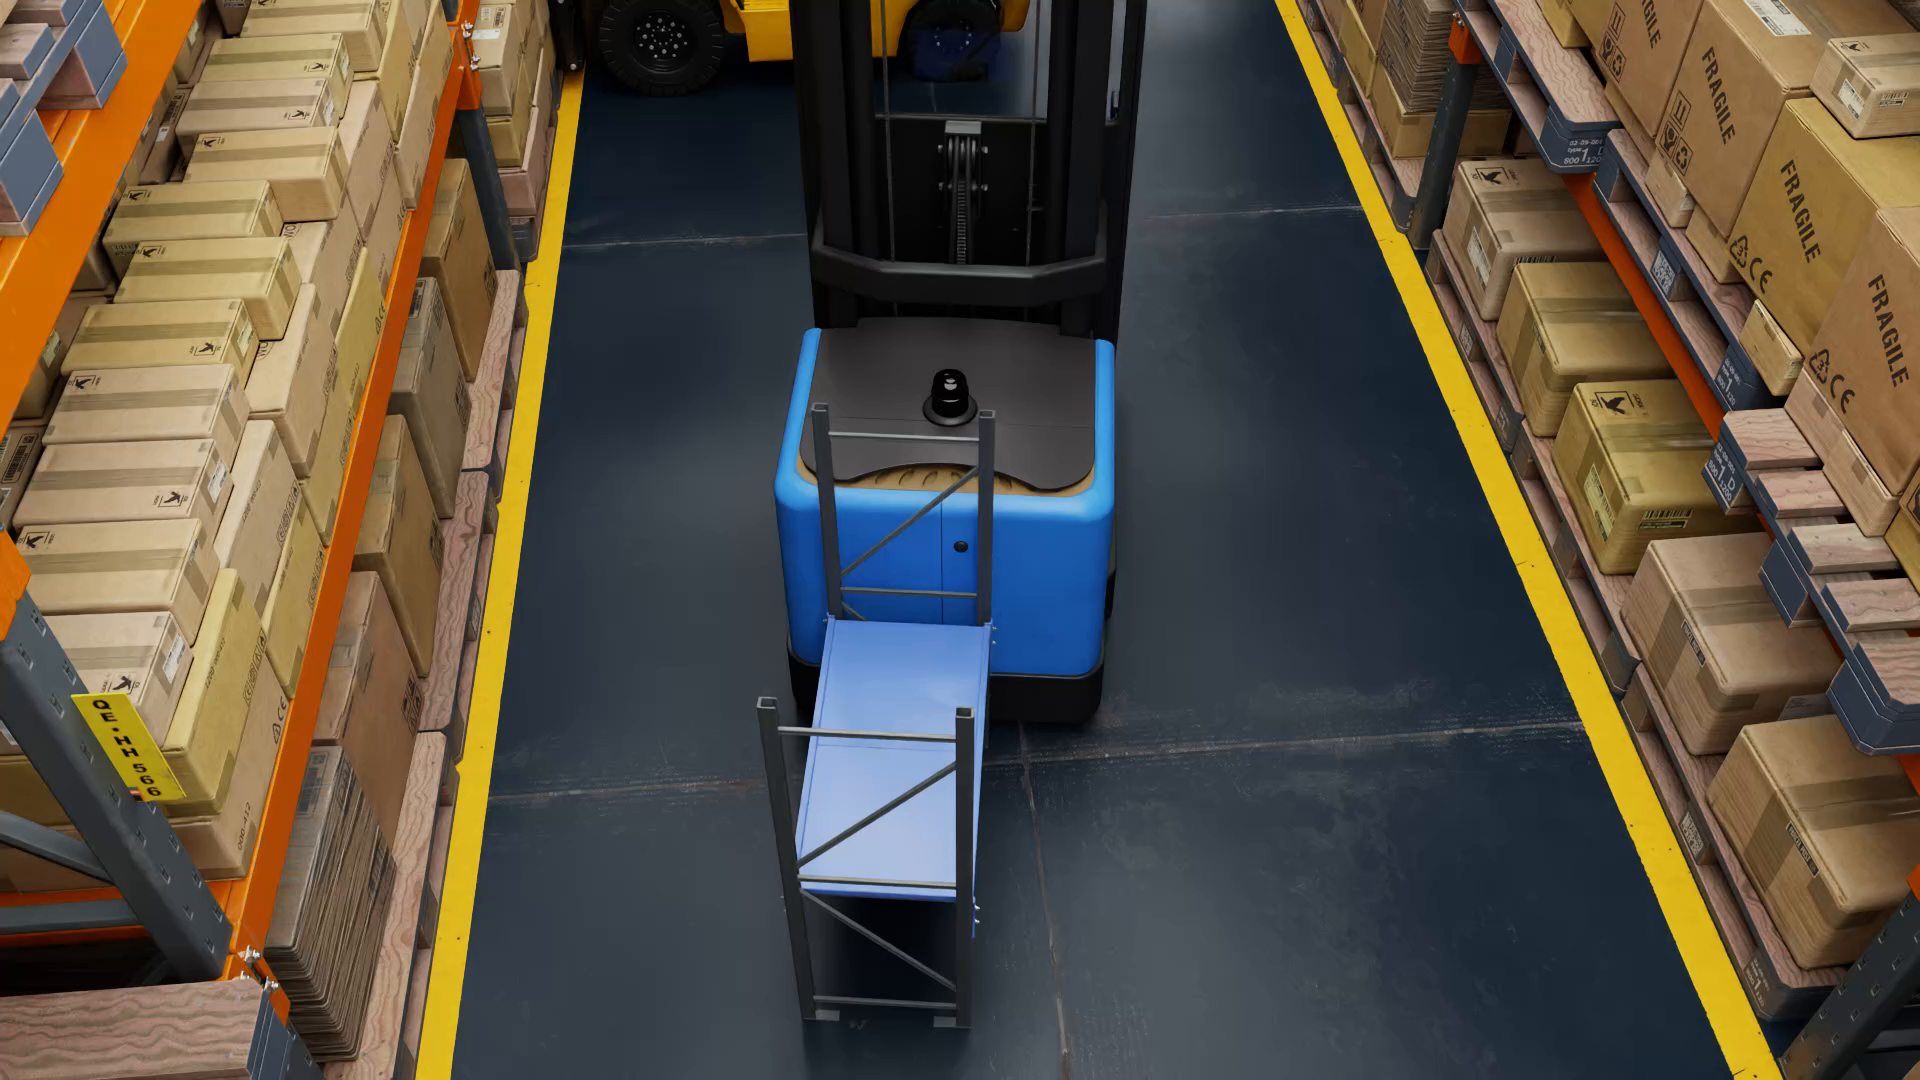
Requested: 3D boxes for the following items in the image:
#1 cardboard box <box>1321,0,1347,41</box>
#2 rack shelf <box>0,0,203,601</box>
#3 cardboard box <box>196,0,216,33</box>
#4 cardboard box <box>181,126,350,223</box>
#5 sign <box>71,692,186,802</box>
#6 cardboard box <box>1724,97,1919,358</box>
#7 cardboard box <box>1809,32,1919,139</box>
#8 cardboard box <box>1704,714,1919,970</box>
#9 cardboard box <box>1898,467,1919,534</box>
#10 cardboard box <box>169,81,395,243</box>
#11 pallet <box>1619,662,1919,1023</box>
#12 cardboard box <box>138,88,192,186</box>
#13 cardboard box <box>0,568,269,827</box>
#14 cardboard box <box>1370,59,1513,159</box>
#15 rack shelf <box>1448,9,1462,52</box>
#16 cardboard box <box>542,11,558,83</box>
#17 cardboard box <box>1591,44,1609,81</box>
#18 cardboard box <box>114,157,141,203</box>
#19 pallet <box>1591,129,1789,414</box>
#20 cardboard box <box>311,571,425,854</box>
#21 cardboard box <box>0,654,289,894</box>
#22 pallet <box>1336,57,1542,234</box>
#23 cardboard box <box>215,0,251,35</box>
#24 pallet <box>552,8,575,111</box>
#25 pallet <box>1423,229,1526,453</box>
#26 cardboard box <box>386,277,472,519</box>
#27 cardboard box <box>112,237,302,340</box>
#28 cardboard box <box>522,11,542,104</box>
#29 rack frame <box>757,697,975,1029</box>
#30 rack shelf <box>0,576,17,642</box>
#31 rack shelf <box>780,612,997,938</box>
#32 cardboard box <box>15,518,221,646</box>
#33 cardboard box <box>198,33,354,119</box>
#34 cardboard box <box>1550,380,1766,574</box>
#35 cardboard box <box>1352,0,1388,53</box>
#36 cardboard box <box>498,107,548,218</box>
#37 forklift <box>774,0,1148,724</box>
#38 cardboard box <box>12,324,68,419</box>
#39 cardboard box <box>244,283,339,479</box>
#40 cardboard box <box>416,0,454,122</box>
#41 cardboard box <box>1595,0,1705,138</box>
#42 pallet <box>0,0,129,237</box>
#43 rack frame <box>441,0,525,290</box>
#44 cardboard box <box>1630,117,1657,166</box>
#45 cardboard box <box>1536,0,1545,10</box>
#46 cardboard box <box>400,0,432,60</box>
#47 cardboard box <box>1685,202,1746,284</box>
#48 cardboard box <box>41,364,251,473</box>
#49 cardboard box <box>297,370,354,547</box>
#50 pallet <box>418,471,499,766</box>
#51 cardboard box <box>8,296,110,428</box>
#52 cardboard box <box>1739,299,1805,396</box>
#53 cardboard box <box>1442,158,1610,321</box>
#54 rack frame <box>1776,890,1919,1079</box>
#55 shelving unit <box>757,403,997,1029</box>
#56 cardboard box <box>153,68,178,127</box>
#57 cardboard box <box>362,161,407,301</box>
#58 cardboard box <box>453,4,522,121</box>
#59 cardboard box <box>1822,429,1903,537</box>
[{"bbox_3d":[2.125,-2.764,8.407,0.500,0.250,0.500,-3,47,-3],"label":"cardboard box"},{"bbox_3d":[-2.244,-1.434,3.972,1.077,0.370,4.000,-3,47,-3],"label":"rack shelf"},{"bbox_3d":[-2.605,-1.709,5.287,0.380,0.149,0.250,-4,47,-3],"label":"cardboard box"},{"bbox_3d":[-1.926,-1.011,4.626,0.380,0.149,0.250,-5,47,-4],"label":"cardboard box"},{"bbox_3d":[-1.536,0.386,3.075,0.100,0.325,0.005,-3,47,-3],"label":"sign"},{"bbox_3d":[2.457,-0.839,4.415,0.500,0.500,0.500,-6,47,-6],"label":"cardboard box"},{"bbox_3d":[2.451,-1.178,4.290,0.380,0.149,0.250,-6,47,-5],"label":"cardboard box"},{"bbox_3d":[2.832,0.843,4.907,0.950,0.372,0.625,-6,47,-6],"label":"cardboard box"},{"bbox_3d":[2.554,-0.100,3.716,0.500,0.500,0.500,-5,47,-4],"label":"cardboard box"},{"bbox_3d":[-2.028,-1.136,5.018,0.500,0.250,0.500,-3,47,-3],"label":"cardboard box"},{"bbox_3d":[2.806,0.886,5.265,1.003,0.211,1.213,-3,47,-3],"label":"pallet"},{"bbox_3d":[-2.561,-1.098,4.983,0.500,0.250,0.500,-5,47,-4],"label":"cardboard box"},{"bbox_3d":[-1.845,0.339,3.622,0.500,0.250,0.500,-4,47,-3],"label":"cardboard box"},{"bbox_3d":[2.217,-2.012,7.694,0.500,0.250,0.500,-2,47,-1],"label":"cardboard box"},{"bbox_3d":[2.367,-3.601,8.090,1.077,0.370,4.000,-3,47,-3],"label":"rack shelf"},{"bbox_3d":[-2.238,-2.403,8.065,0.500,0.250,0.500,-3,47,-3],"label":"cardboard box"},{"bbox_3d":[2.378,-1.659,5.639,0.380,0.149,0.250,-1,47,-1],"label":"cardboard box"},{"bbox_3d":[-2.514,-0.981,4.598,0.380,0.149,0.250,-3,47,-3],"label":"cardboard box"},{"bbox_3d":[2.663,-0.871,5.141,1.003,0.211,1.213,-3,47,-3],"label":"pallet"},{"bbox_3d":[-2.178,0.545,5.014,0.875,0.625,0.625,-2,47,-2],"label":"cardboard box"},{"bbox_3d":[-1.870,0.513,3.802,0.500,0.250,0.500,-3,47,-3],"label":"cardboard box"},{"bbox_3d":[2.443,-1.926,7.929,1.003,0.211,1.213,-3,47,-3],"label":"pallet"},{"bbox_3d":[-2.154,-1.755,5.330,0.380,0.149,0.250,-4,47,-3],"label":"cardboard box"},{"bbox_3d":[-2.541,-2.601,8.568,1.003,0.211,1.213,-3,47,-3],"label":"pallet"},{"bbox_3d":[2.601,-0.879,6.937,1.003,0.211,1.213,-3,47,-3],"label":"pallet"},{"bbox_3d":[-2.299,-0.486,5.991,0.875,0.625,0.625,-4,47,-4],"label":"cardboard box"},{"bbox_3d":[-1.928,-0.642,4.276,0.380,0.149,0.250,-3,47,-2],"label":"cardboard box"},{"bbox_3d":[-2.188,-2.201,7.529,0.500,0.250,0.500,-4,47,-4],"label":"cardboard box"},{"bbox_3d":[-0.217,0.900,4.364,0.500,1.500,0.032,3,47,2],"label":"rack frame"},{"bbox_3d":[-1.909,1.460,1.231,1.077,0.370,4.000,-3,47,-3],"label":"rack shelf"},{"bbox_3d":[-0.186,0.656,4.844,0.538,0.185,1.000,3,47,2],"label":"rack shelf"},{"bbox_3d":[-1.833,0.098,3.575,0.380,0.149,0.250,-3,47,-2],"label":"cardboard box"},{"bbox_3d":[-2.040,-1.379,4.975,0.380,0.149,0.250,-4,47,-4],"label":"cardboard box"},{"bbox_3d":[2.705,-0.240,5.932,0.950,0.372,0.625,-2,47,-2],"label":"cardboard box"},{"bbox_3d":[2.173,-2.638,7.770,0.500,0.500,0.500,-3,47,-3],"label":"cardboard box"},{"bbox_3d":[-2.122,-1.666,7.366,0.500,0.250,0.500,-3,47,-3],"label":"cardboard box"},{"bbox_3d":[0.039,-1.460,5.614,1.130,2.935,3.031,3,47,2],"label":"forklift"},{"bbox_3d":[-2.434,-0.424,4.070,0.380,0.149,0.250,-4,47,-4],"label":"cardboard box"},{"bbox_3d":[-1.937,-0.401,4.323,0.500,0.250,0.500,-5,47,-4],"label":"cardboard box"},{"bbox_3d":[-2.108,-1.697,5.894,0.500,0.250,0.500,-3,47,-2],"label":"cardboard box"},{"bbox_3d":[2.358,-1.605,5.141,0.500,0.500,0.500,-4,47,-4],"label":"cardboard box"},{"bbox_3d":[-2.222,-0.655,2.868,1.213,0.211,1.003,-2,47,-1],"label":"pallet"},{"bbox_3d":[-2.411,-2.097,6.170,1.000,3.000,0.127,-3,47,-3],"label":"rack frame"},{"bbox_3d":[2.377,-1.291,5.290,0.380,0.149,0.250,-3,47,-3],"label":"cardboard box"},{"bbox_3d":[2.266,-2.040,6.000,0.380,0.149,0.250,-3,47,-3],"label":"cardboard box"},{"bbox_3d":[-2.115,-1.878,5.721,0.500,0.250,0.500,-4,47,-4],"label":"cardboard box"},{"bbox_3d":[2.399,-0.904,4.924,0.380,0.149,0.250,-5,47,-5],"label":"cardboard box"},{"bbox_3d":[-1.915,-0.275,3.928,0.380,0.149,0.250,-3,47,-3],"label":"cardboard box"},{"bbox_3d":[-1.957,-0.224,4.499,0.500,0.250,0.500,-5,47,-5],"label":"cardboard box"},{"bbox_3d":[-2.206,0.277,5.842,1.003,0.211,1.213,-3,47,-3],"label":"pallet"},{"bbox_3d":[-2.475,-0.364,4.288,0.500,0.250,0.500,-4,47,-4],"label":"cardboard box"},{"bbox_3d":[2.397,-0.538,4.578,0.380,0.149,0.250,-3,47,-3],"label":"cardboard box"},{"bbox_3d":[2.581,-1.263,6.901,0.950,0.372,0.625,-3,47,-3],"label":"cardboard box"},{"bbox_3d":[2.869,0.493,3.717,1.000,3.000,0.127,-3,47,-3],"label":"rack frame"},{"bbox_3d":[-0.186,0.532,4.713,0.538,1.500,1.048,3,47,2],"label":"shelving unit"},{"bbox_3d":[-2.568,-1.344,4.941,0.380,0.149,0.250,-4,47,-3],"label":"cardboard box"},{"bbox_3d":[-2.050,-0.972,5.208,0.500,0.250,0.500,-3,47,-3],"label":"cardboard box"},{"bbox_3d":[-2.139,-2.009,7.002,0.500,0.250,0.500,-4,47,-4],"label":"cardboard box"},{"bbox_3d":[2.447,-0.157,4.217,0.380,0.149,0.250,-4,47,-4],"label":"cardboard box"}]
